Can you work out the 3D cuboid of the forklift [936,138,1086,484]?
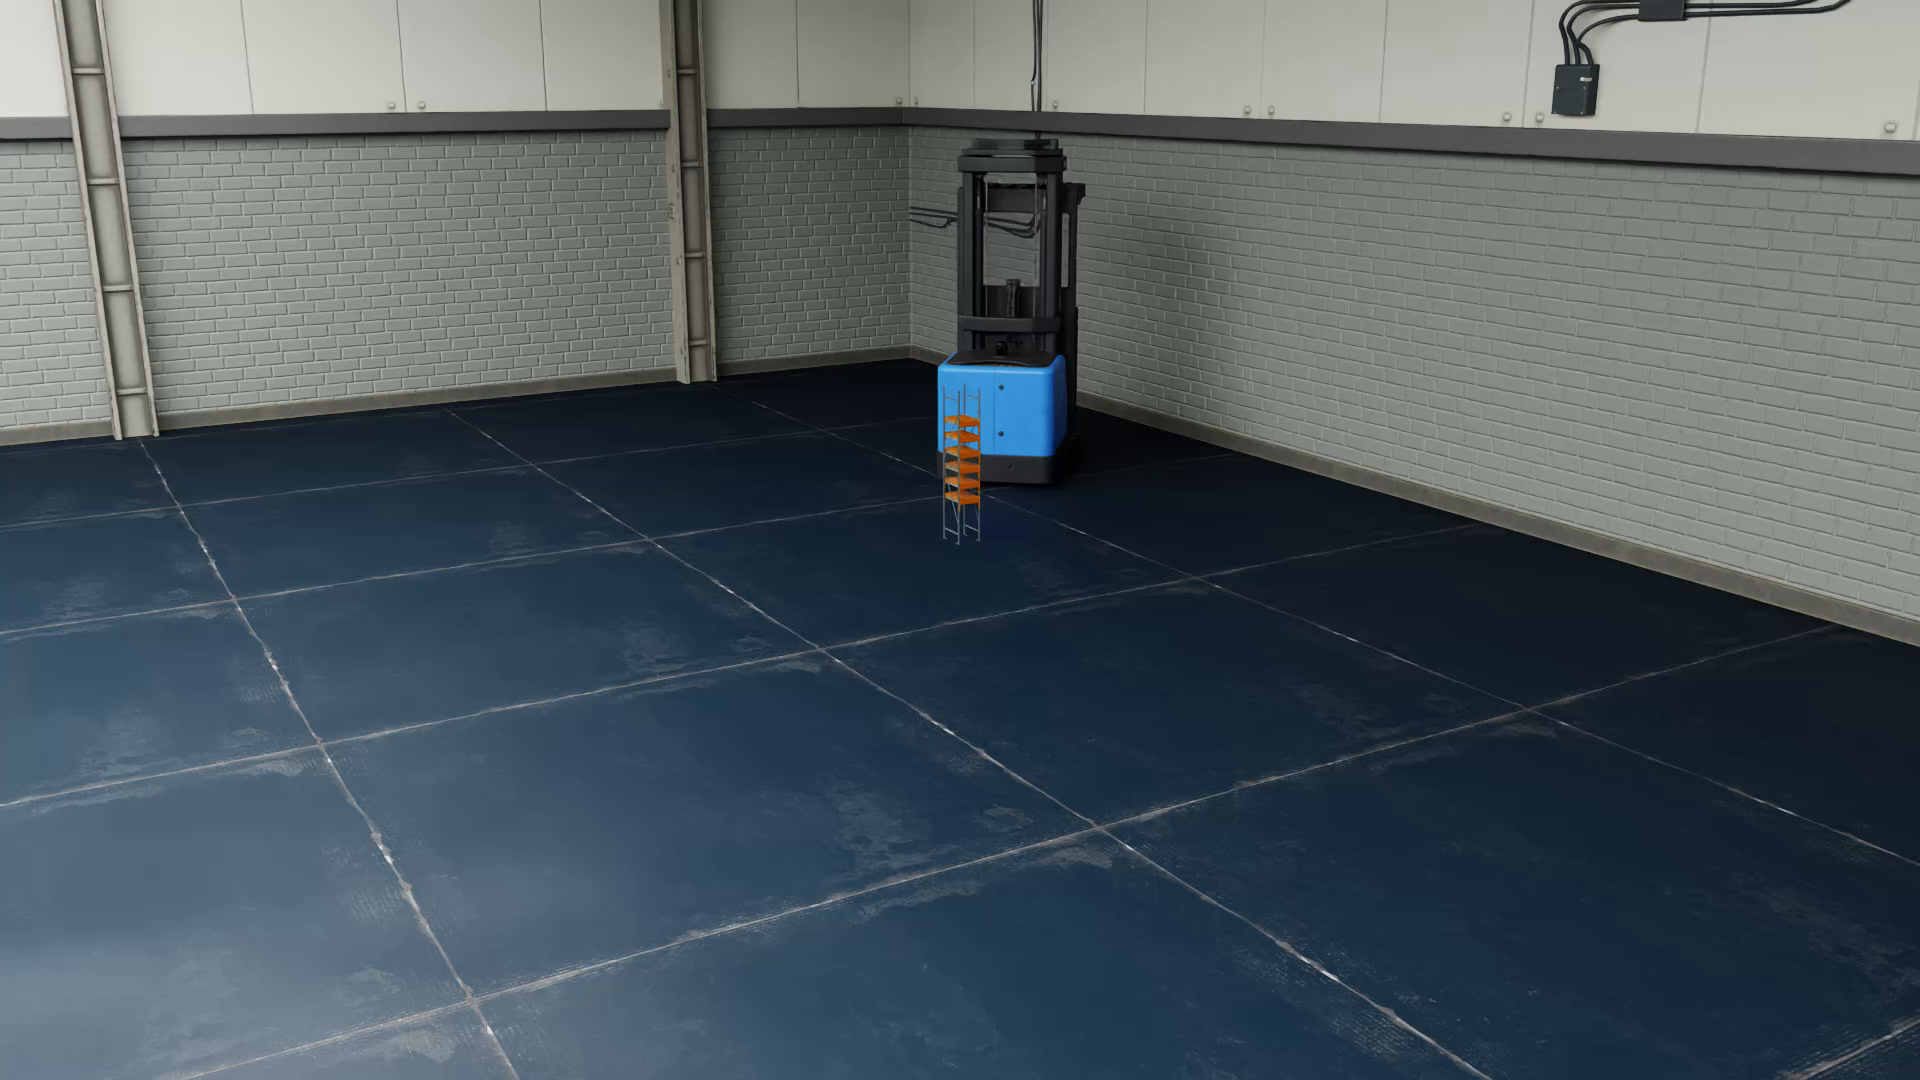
[{"bbox_3d":[0.562,-2.247,15.496,1.130,2.935,3.031,3,16,10],"label":"forklift"}]

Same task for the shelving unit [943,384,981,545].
[{"bbox_3d":[0.012,-0.580,12.755,0.189,1.200,0.258,-9,18,-30],"label":"shelving unit"}]

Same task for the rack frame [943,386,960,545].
[{"bbox_3d":[-0.066,-0.567,12.710,0.006,1.200,0.240,-9,18,-30],"label":"rack frame"}]

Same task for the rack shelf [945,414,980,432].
[{"bbox_3d":[0.012,-0.884,12.670,0.180,0.103,0.258,-9,18,-30],"label":"rack shelf"}]

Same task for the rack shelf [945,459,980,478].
[{"bbox_3d":[0.012,-0.537,12.767,0.180,0.103,0.258,-9,18,-30],"label":"rack shelf"}]

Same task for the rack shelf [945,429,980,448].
[{"bbox_3d":[0.012,-0.768,12.702,0.180,0.103,0.258,-9,18,-30],"label":"rack shelf"}]

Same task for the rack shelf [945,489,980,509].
[{"bbox_3d":[0.012,-0.306,12.832,0.180,0.103,0.258,-9,18,-30],"label":"rack shelf"}]

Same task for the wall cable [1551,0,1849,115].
[{"bbox_3d":[4.973,-5.761,10.489,0.169,6.003,2.305,-9,18,-30],"label":"wall cable"}]

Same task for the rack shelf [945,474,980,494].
[{"bbox_3d":[0.012,-0.421,12.799,0.180,0.103,0.258,-9,18,-30],"label":"rack shelf"}]

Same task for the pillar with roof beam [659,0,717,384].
[{"bbox_3d":[-0.891,-5.223,14.869,0.400,9.000,9.100,-9,18,-30],"label":"pillar with roof beam"}]

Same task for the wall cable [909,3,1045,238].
[{"bbox_3d":[0.098,-4.827,19.211,0.112,2.526,3.097,-9,18,-30],"label":"wall cable"}]

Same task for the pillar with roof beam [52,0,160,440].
[{"bbox_3d":[-6.034,-4.389,11.893,0.400,9.000,9.100,-9,18,-30],"label":"pillar with roof beam"}]

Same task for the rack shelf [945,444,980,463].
[{"bbox_3d":[0.012,-0.653,12.735,0.180,0.103,0.258,-9,18,-30],"label":"rack shelf"}]

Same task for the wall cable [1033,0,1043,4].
[{"bbox_3d":[1.491,-6.633,16.296,0.112,2.526,3.097,-9,18,-30],"label":"wall cable"}]

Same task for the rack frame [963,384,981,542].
[{"bbox_3d":[0.091,-0.592,12.800,0.006,1.200,0.240,-9,18,-30],"label":"rack frame"}]
